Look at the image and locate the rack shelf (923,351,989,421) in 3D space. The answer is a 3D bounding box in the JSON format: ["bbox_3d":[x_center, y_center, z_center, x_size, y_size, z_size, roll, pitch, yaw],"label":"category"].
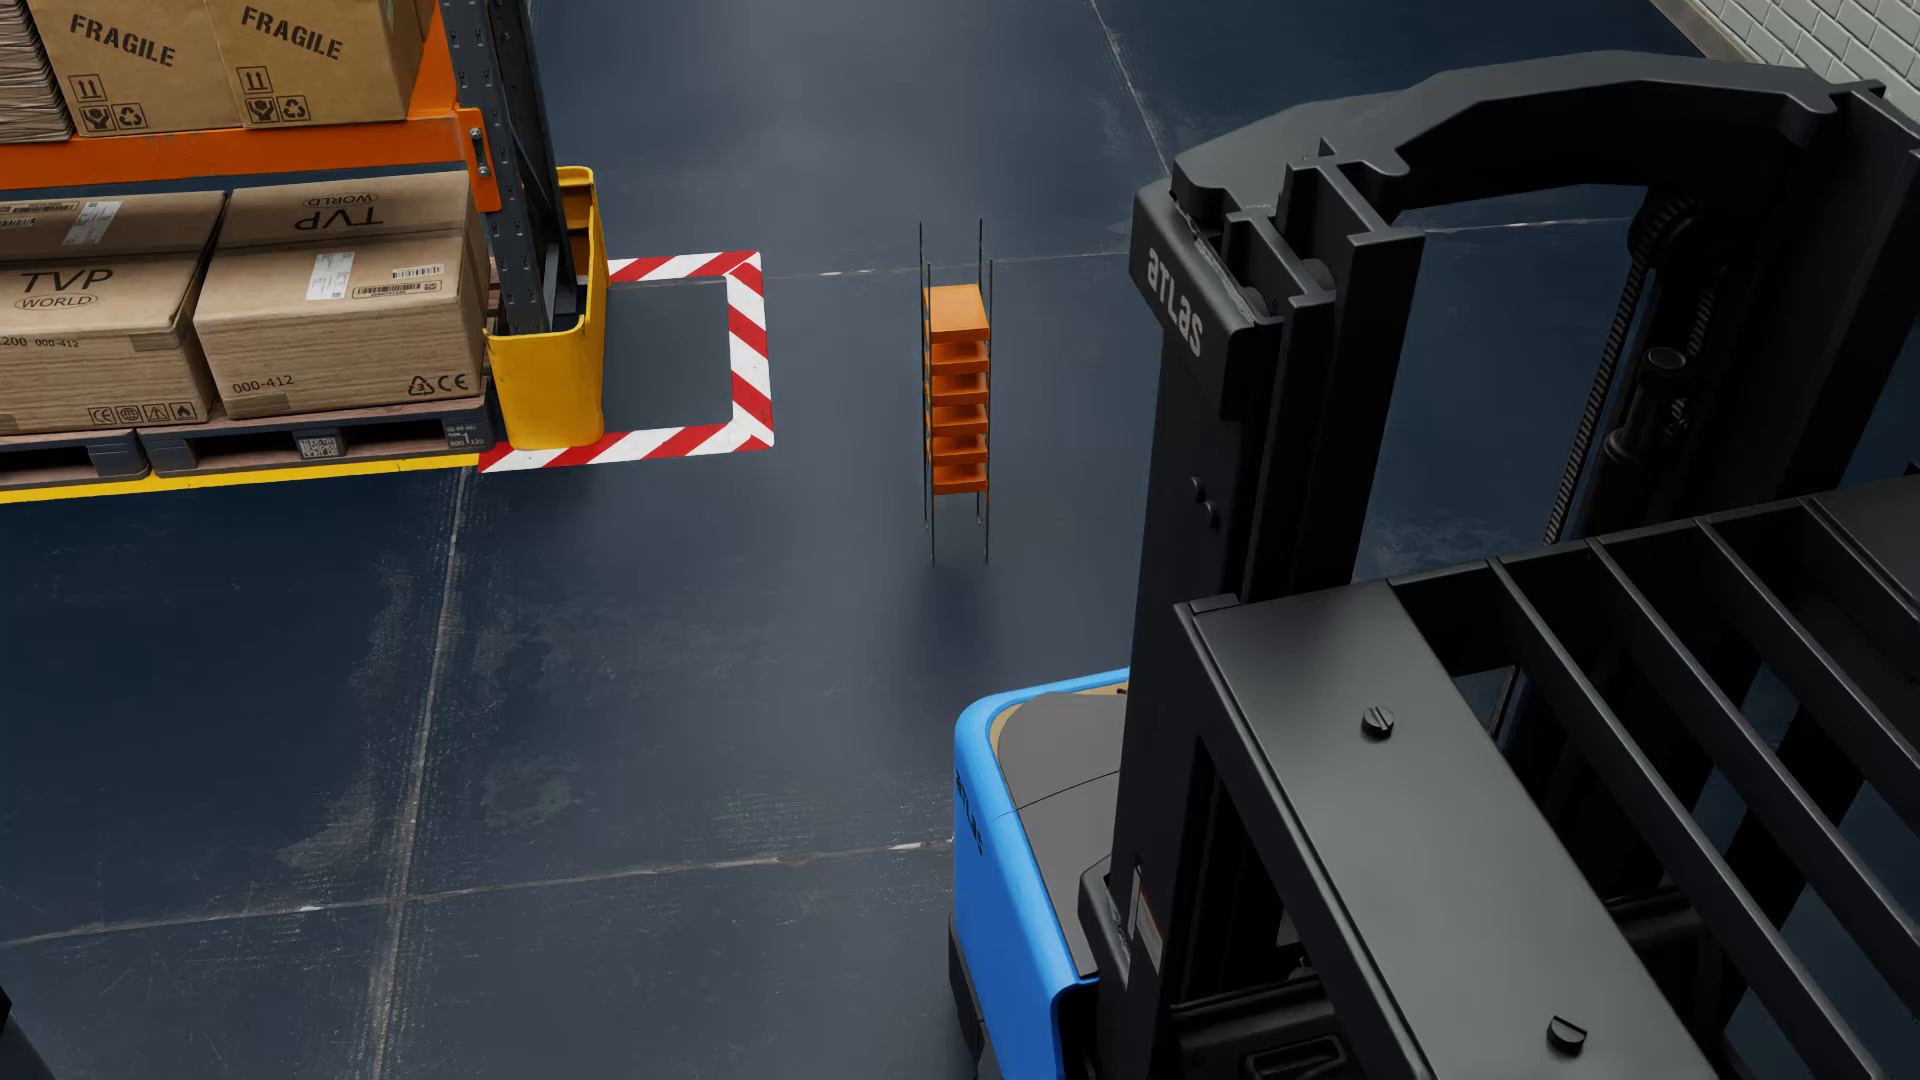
[{"bbox_3d":[-0.014,-0.500,5.278,0.180,0.103,0.258,-5,42,-6],"label":"rack shelf"}]

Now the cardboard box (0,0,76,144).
[{"bbox_3d":[-3.037,-1.570,5.159,0.500,0.500,0.500,-4,42,-4],"label":"cardboard box"}]

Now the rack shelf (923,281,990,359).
[{"bbox_3d":[-0.014,-0.679,5.117,0.180,0.103,0.258,-5,42,-6],"label":"rack shelf"}]

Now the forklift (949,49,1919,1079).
[{"bbox_3d":[0.850,0.940,2.502,1.130,2.935,3.031,-10,43,-11],"label":"forklift"}]

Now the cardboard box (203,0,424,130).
[{"bbox_3d":[-2.028,-1.655,5.253,0.500,0.500,0.500,-5,42,-5],"label":"cardboard box"}]

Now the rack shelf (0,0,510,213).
[{"bbox_3d":[-3.567,-1.395,5.576,4.000,0.370,1.077,-5,42,-6],"label":"rack shelf"}]

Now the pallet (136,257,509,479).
[{"bbox_3d":[-2.367,-0.679,6.327,1.213,0.211,1.003,-5,42,-6],"label":"pallet"}]

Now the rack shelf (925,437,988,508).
[{"bbox_3d":[-0.014,-0.233,5.519,0.180,0.103,0.258,-5,42,-6],"label":"rack shelf"}]

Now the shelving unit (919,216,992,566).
[{"bbox_3d":[-0.014,-0.444,5.329,0.189,1.200,0.258,-5,42,-6],"label":"shelving unit"}]

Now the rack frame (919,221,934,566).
[{"bbox_3d":[-0.105,-0.436,5.320,0.006,1.200,0.240,-5,42,-6],"label":"rack frame"}]

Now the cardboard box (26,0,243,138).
[{"bbox_3d":[-2.528,-1.622,5.216,0.500,0.500,0.500,-6,42,-6],"label":"cardboard box"}]

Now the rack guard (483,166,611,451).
[{"bbox_3d":[-1.561,-0.910,6.367,0.348,0.500,1.175,-5,42,-6],"label":"rack guard"}]

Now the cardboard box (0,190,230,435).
[{"bbox_3d":[-3.132,-0.831,6.014,0.875,0.438,0.875,-4,42,-4],"label":"cardboard box"}]

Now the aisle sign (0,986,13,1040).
[{"bbox_3d":[-0.908,0.294,1.225,0.004,0.787,0.394,-5,42,-6],"label":"aisle sign"}]

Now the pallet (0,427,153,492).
[{"bbox_3d":[-3.574,-0.575,6.212,1.213,0.211,1.003,-5,42,-6],"label":"pallet"}]

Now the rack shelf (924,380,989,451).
[{"bbox_3d":[-0.014,-0.411,5.359,0.180,0.103,0.258,-5,42,-6],"label":"rack shelf"}]

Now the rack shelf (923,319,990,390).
[{"bbox_3d":[-0.014,-0.589,5.198,0.180,0.103,0.258,-5,42,-6],"label":"rack shelf"}]

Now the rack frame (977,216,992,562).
[{"bbox_3d":[0.076,-0.452,5.338,0.006,1.200,0.240,-5,42,-6],"label":"rack frame"}]

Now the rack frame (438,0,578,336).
[{"bbox_3d":[-1.584,-1.836,5.528,0.127,3.000,1.000,-5,42,-6],"label":"rack frame"}]

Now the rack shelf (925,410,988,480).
[{"bbox_3d":[-0.014,-0.322,5.439,0.180,0.103,0.258,-5,42,-6],"label":"rack shelf"}]

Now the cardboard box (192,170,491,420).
[{"bbox_3d":[-2.226,-0.917,6.108,0.875,0.438,0.875,-6,42,-7],"label":"cardboard box"}]

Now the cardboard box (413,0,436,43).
[{"bbox_3d":[-2.098,-2.022,5.659,0.500,0.500,0.500,-5,42,-6],"label":"cardboard box"}]
